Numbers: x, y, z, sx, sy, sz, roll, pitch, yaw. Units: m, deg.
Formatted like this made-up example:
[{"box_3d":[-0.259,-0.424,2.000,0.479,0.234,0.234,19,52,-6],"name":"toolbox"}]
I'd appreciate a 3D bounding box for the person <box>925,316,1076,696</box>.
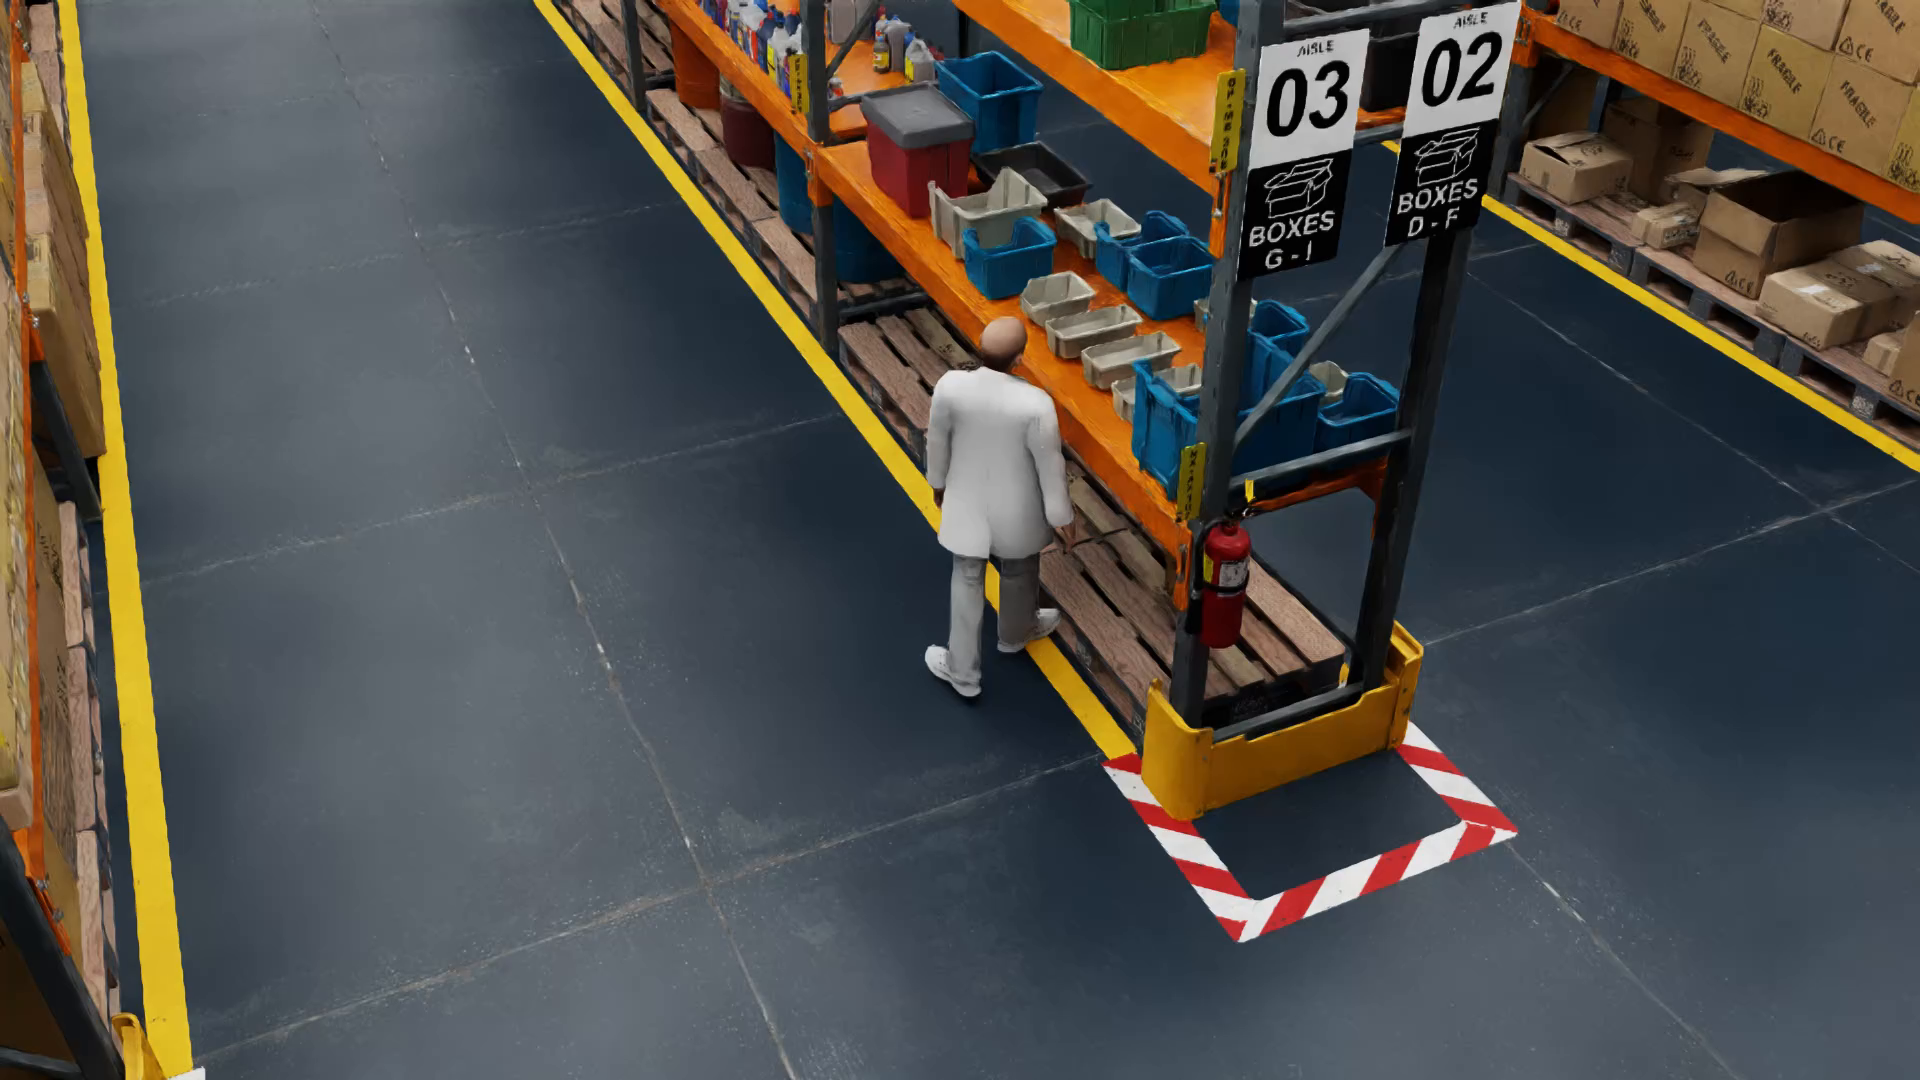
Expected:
[{"box_3d":[0.176,-0.175,7.093,0.685,1.772,0.705,10,38,13],"name":"person"}]
